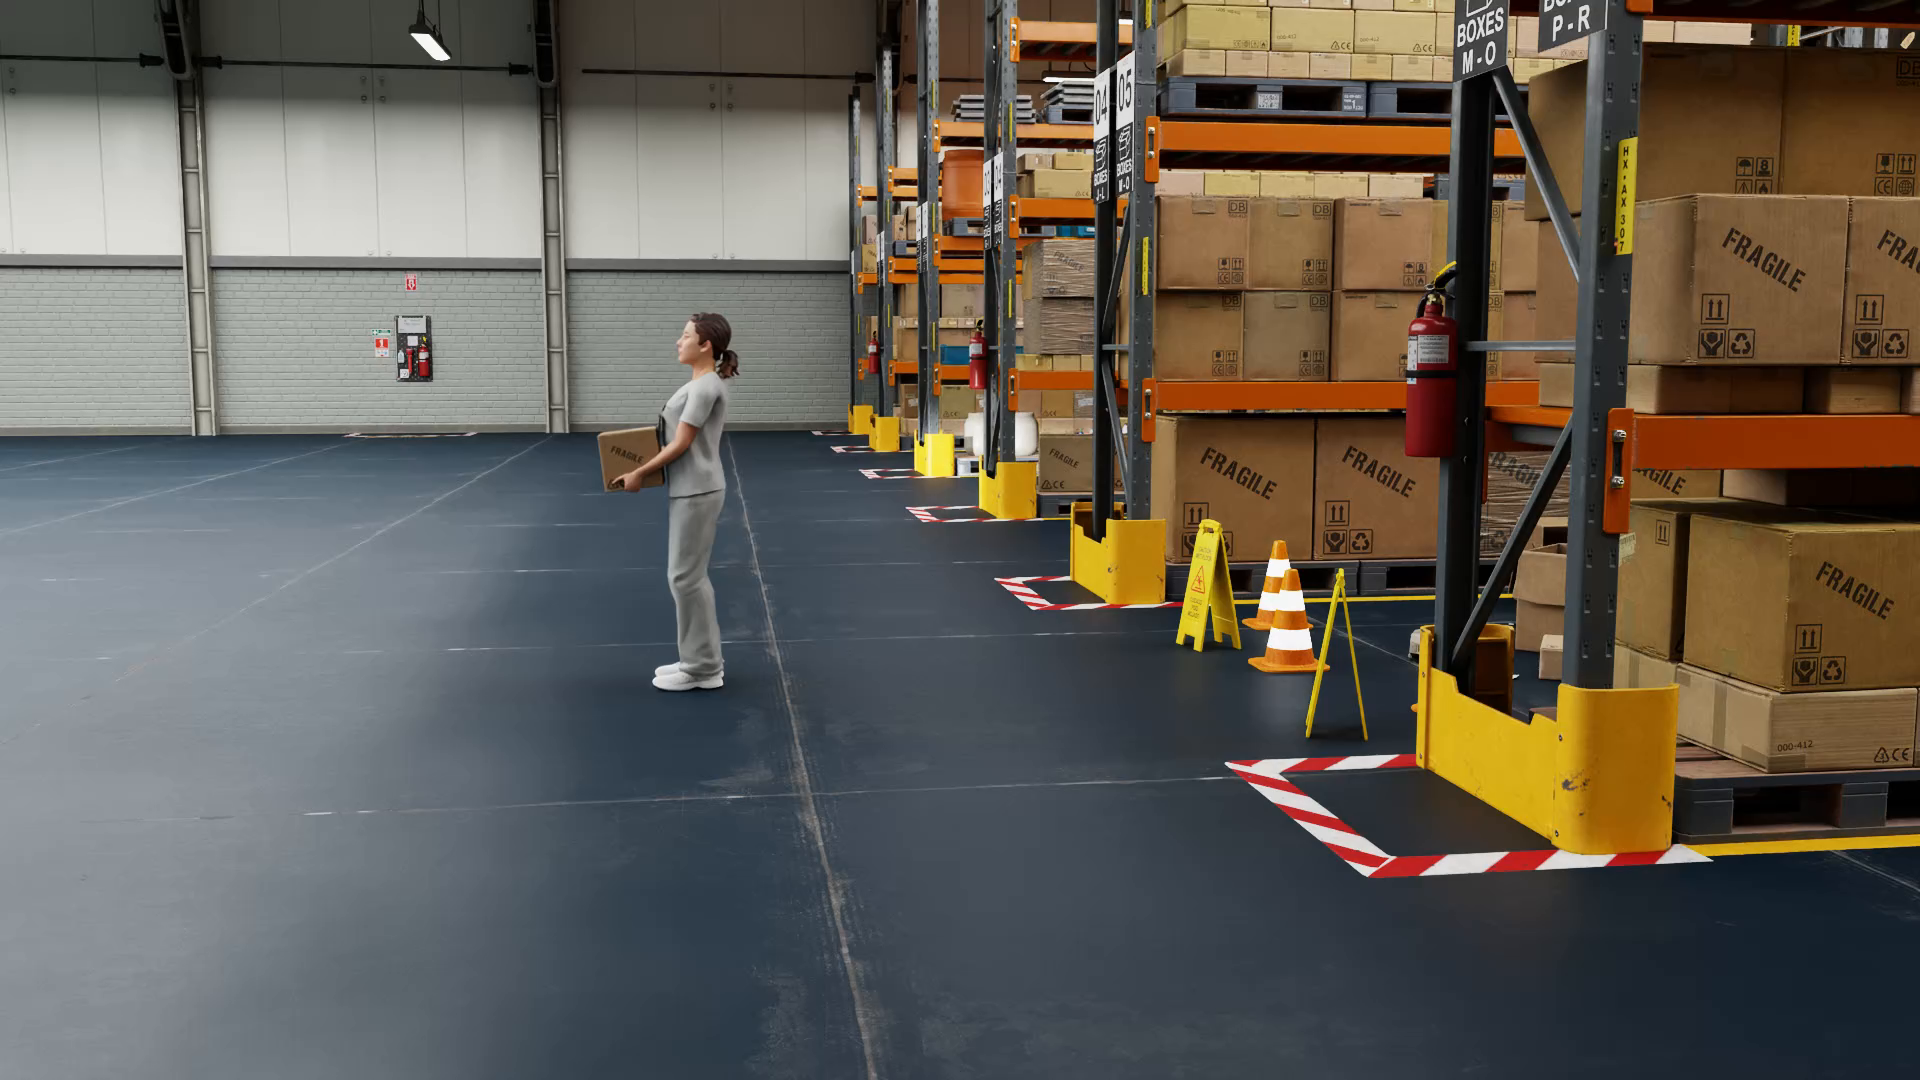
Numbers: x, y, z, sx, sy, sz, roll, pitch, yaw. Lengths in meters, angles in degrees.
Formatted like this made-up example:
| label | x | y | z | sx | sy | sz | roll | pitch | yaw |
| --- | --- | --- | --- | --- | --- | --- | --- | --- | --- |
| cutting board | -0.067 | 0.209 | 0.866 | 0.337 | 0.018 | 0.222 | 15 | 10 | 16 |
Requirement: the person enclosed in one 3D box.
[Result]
| label | x | y | z | sx | sy | sz | roll | pitch | yaw |
| --- | --- | --- | --- | --- | --- | --- | --- | --- | --- |
| person | -1.247 | -0.175 | 7.381 | 0.562 | 1.662 | 0.437 | -1 | 7 | -8 |
